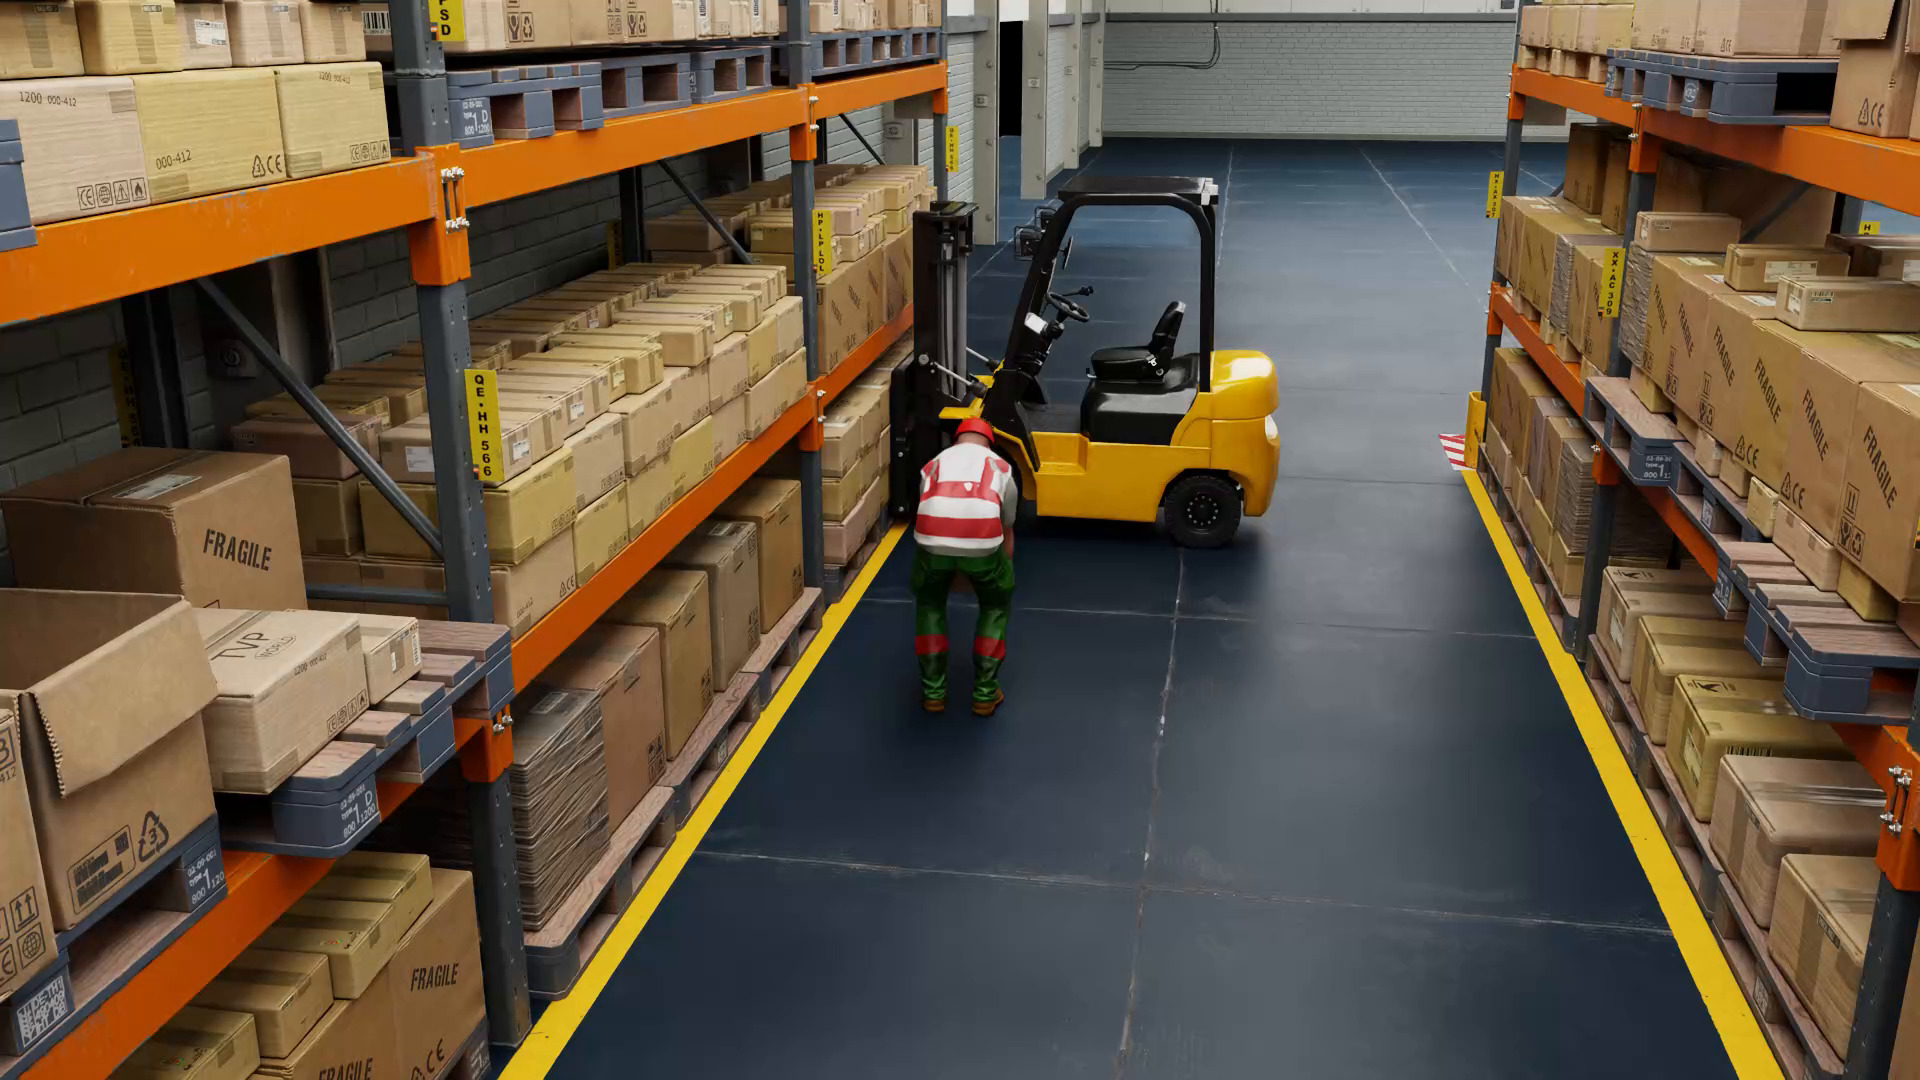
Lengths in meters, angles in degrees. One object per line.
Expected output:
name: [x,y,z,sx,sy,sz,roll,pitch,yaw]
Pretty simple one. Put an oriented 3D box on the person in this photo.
person: [0.029,0.116,7.978,0.503,1.281,0.922,2,18,7]
